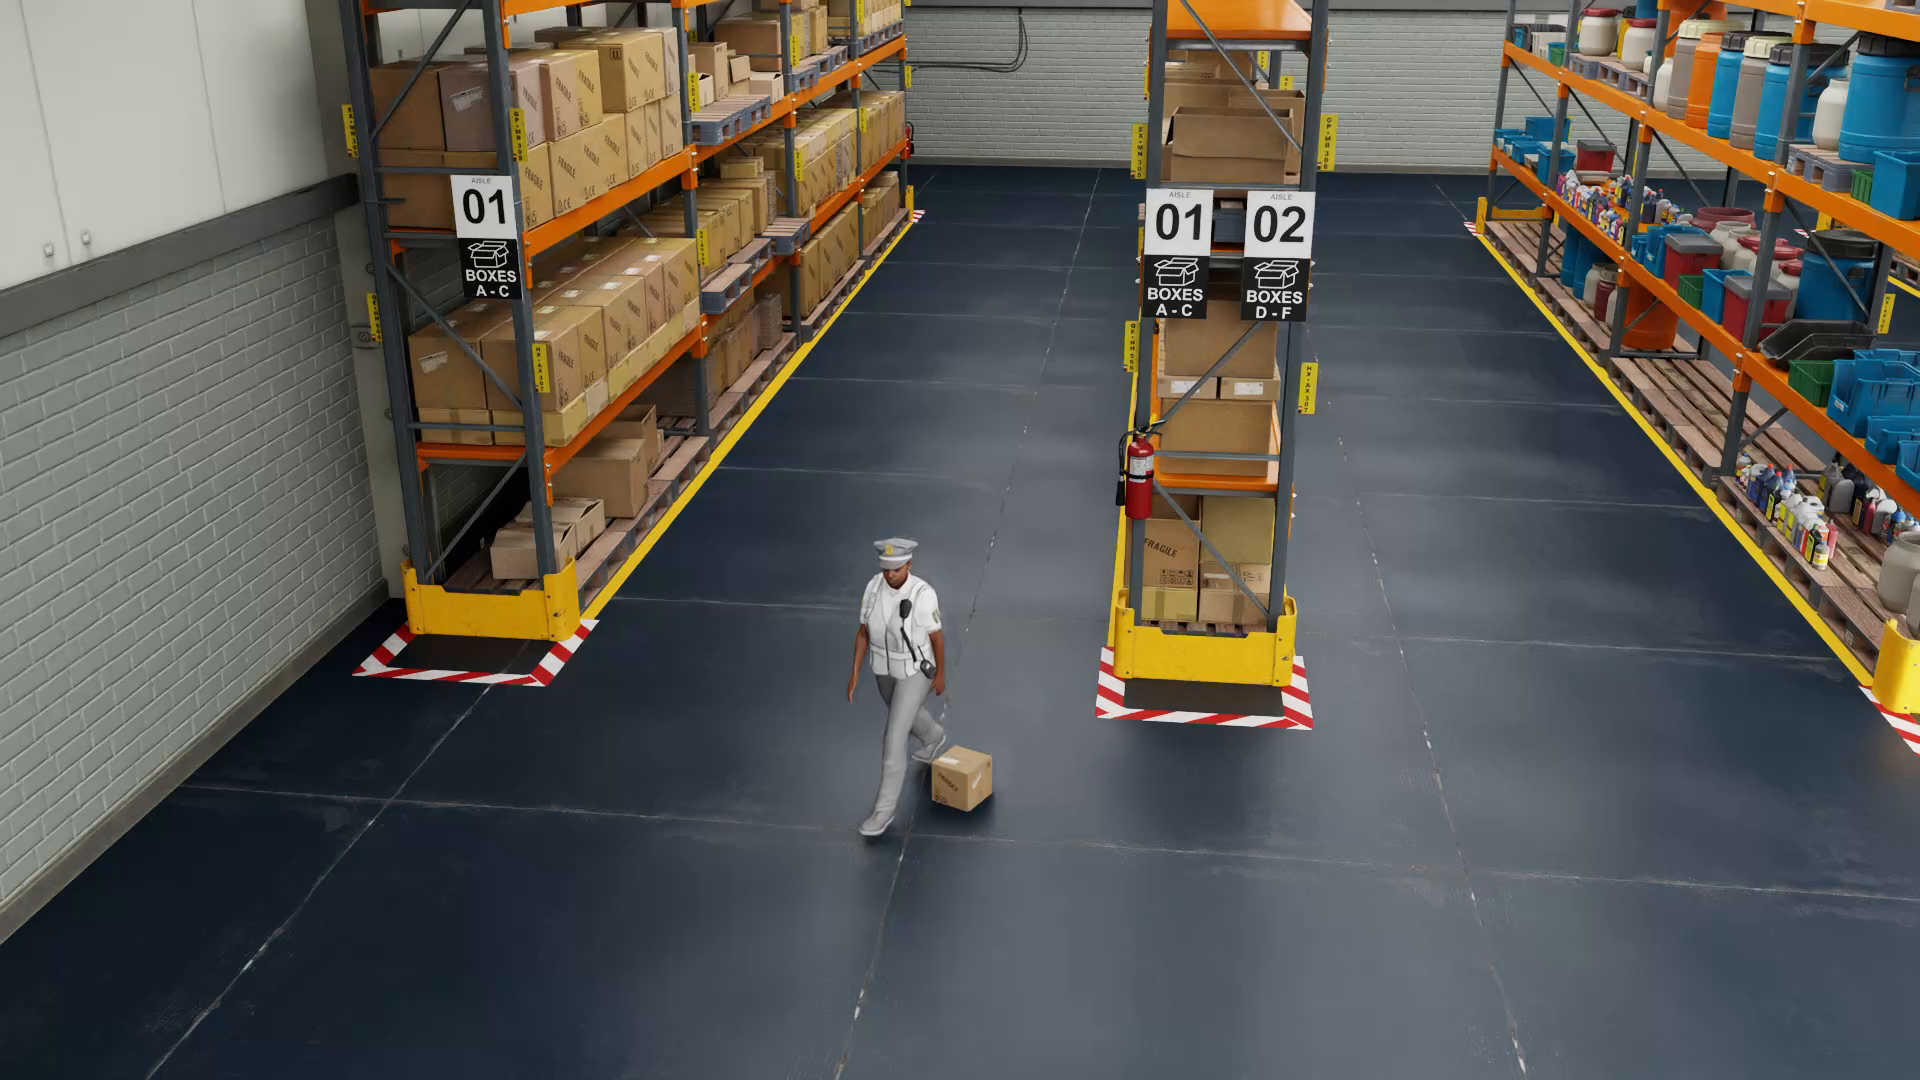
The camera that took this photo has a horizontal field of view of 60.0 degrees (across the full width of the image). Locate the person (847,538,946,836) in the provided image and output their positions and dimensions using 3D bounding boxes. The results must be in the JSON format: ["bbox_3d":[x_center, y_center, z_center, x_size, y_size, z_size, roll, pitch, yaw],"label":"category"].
[{"bbox_3d":[-0.322,0.710,9.245,0.454,1.609,1.068,13,25,30],"label":"person"}]
